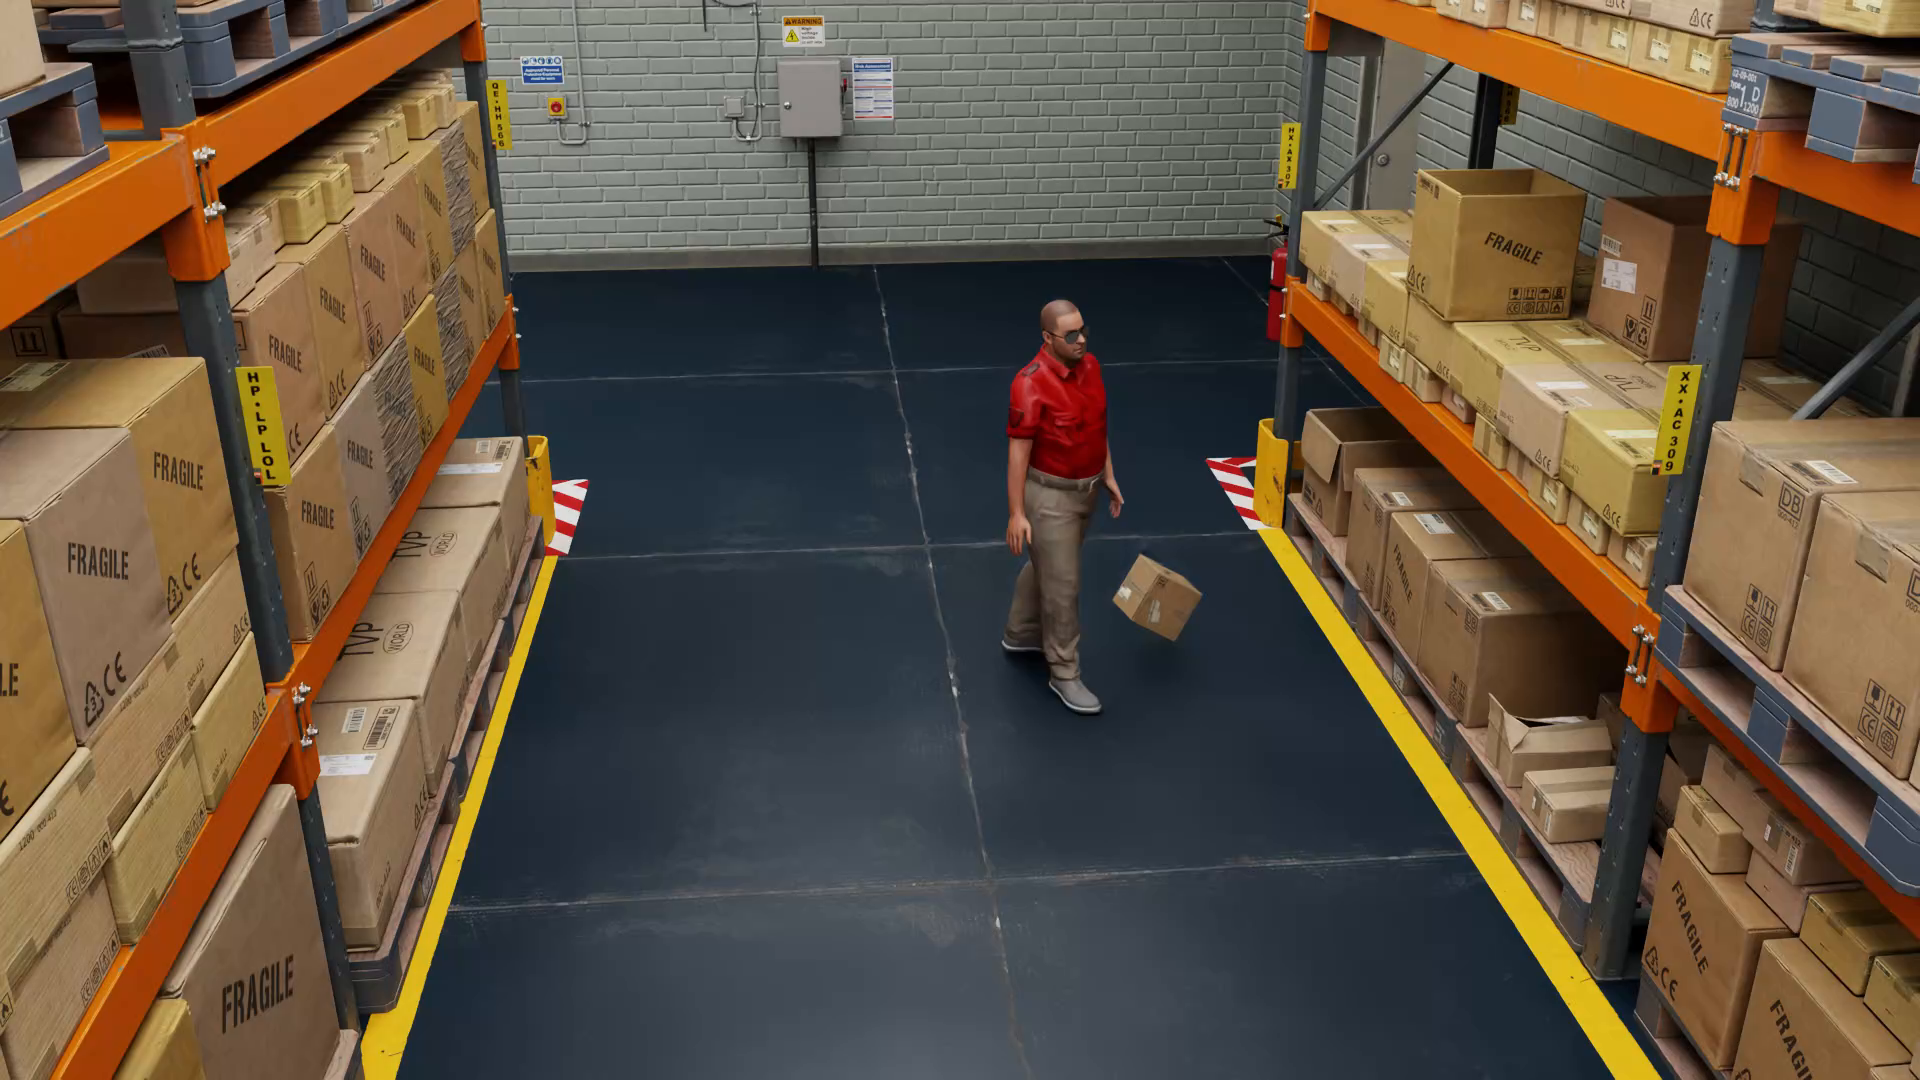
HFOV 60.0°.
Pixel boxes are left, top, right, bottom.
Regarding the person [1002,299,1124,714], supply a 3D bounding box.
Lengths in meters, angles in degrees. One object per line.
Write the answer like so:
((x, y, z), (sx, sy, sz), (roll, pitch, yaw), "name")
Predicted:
((0.410, -0.170, 7.011), (0.661, 1.720, 0.640), (16, 28, 32), "person")
